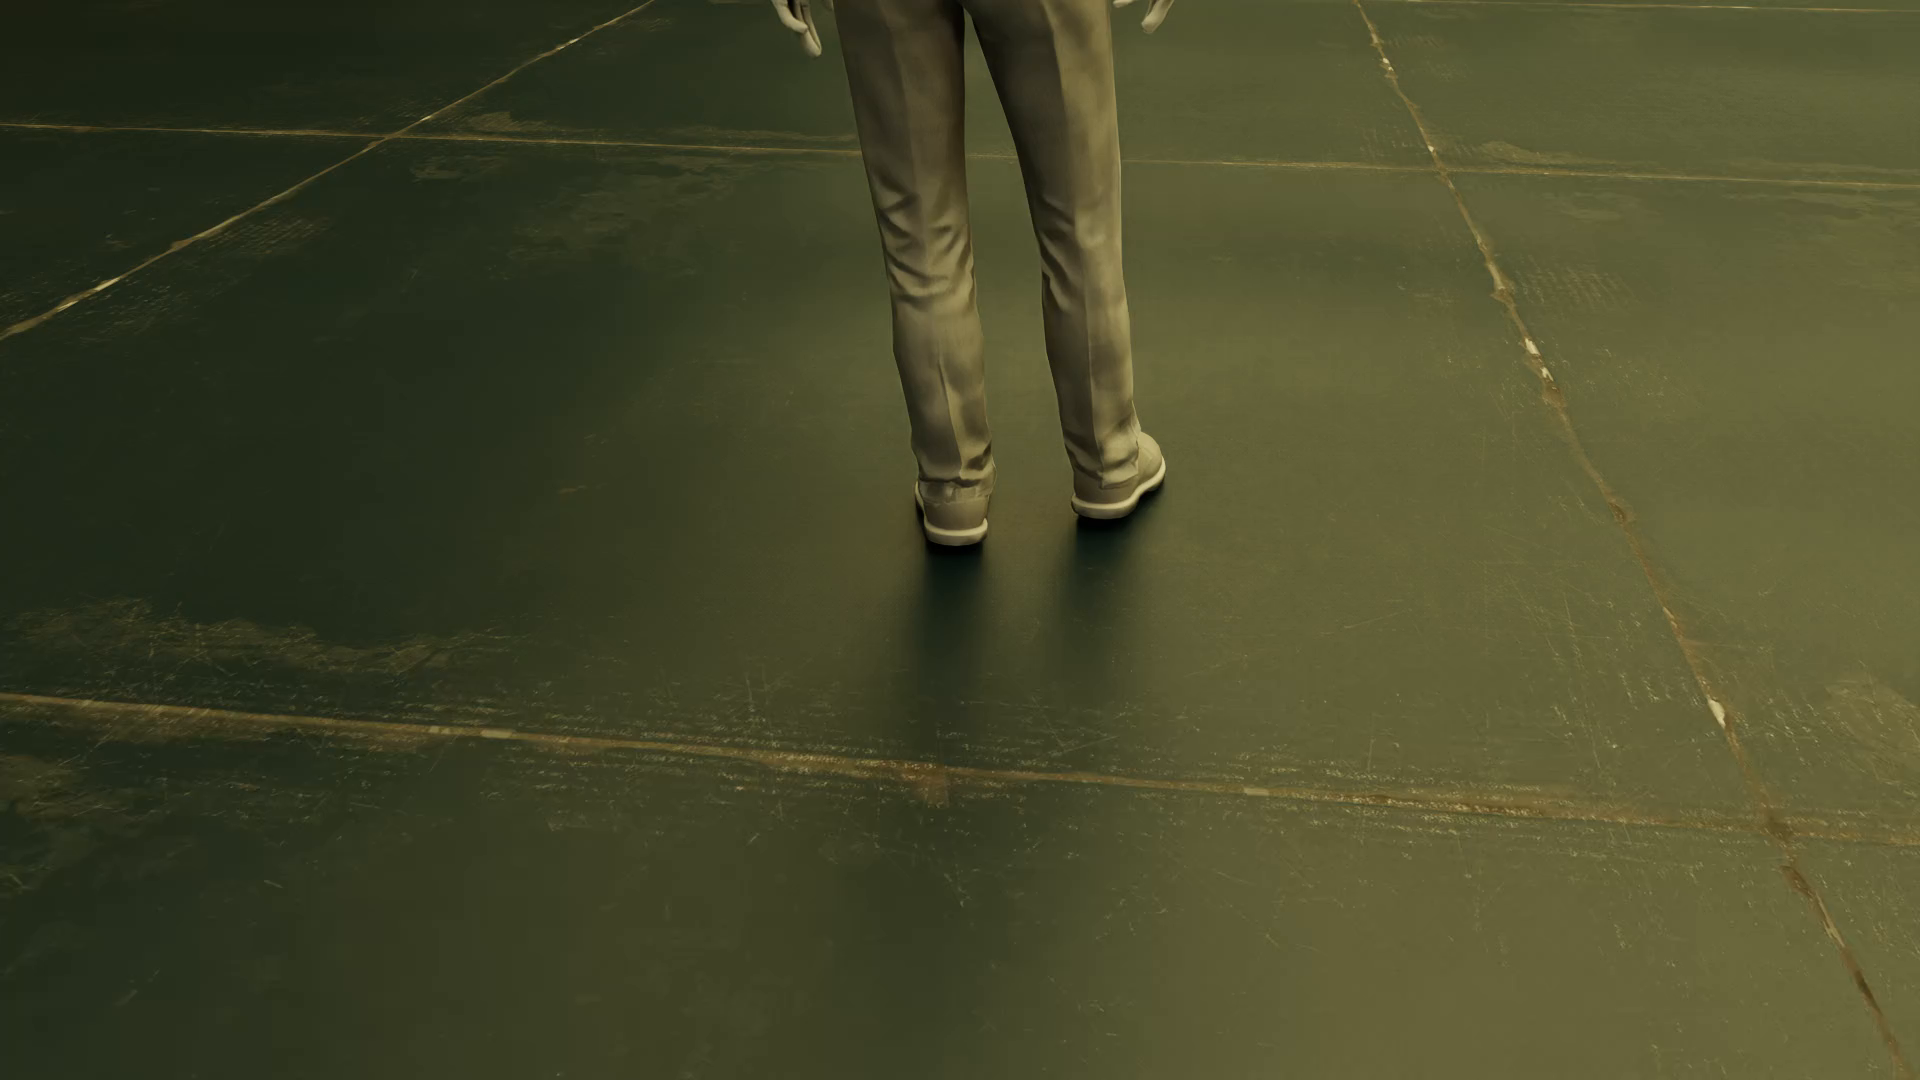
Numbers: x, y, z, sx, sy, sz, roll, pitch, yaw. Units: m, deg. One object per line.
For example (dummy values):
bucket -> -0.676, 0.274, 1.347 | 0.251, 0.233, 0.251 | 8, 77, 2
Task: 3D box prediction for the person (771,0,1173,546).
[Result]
person -> 0.016, -0.795, 2.179 | 0.587, 1.694, 0.529 | 3, 27, 7
